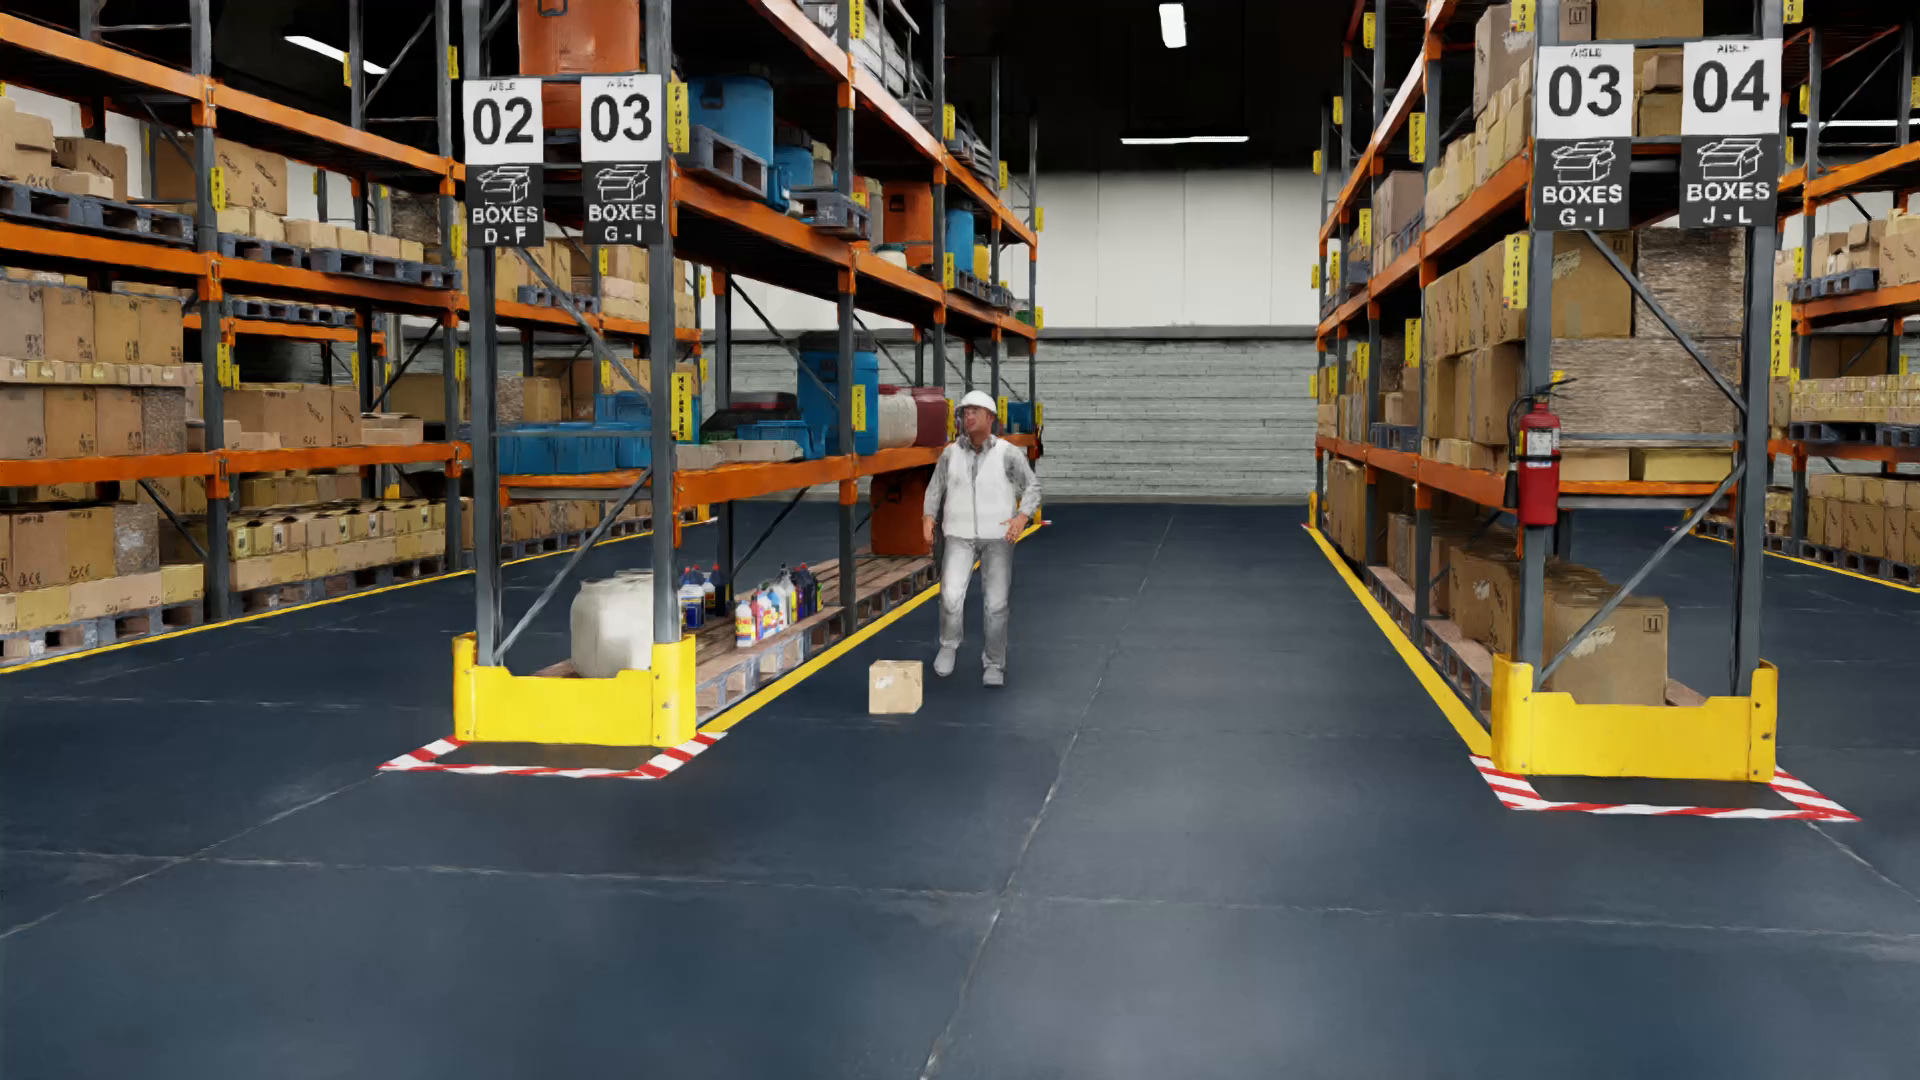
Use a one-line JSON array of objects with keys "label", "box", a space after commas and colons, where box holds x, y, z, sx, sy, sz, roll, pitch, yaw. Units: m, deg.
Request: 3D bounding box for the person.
[{"label": "person", "box": [0.122, -0.013, 9.841, 0.716, 1.747, 0.504, 1, 4, 7]}]
